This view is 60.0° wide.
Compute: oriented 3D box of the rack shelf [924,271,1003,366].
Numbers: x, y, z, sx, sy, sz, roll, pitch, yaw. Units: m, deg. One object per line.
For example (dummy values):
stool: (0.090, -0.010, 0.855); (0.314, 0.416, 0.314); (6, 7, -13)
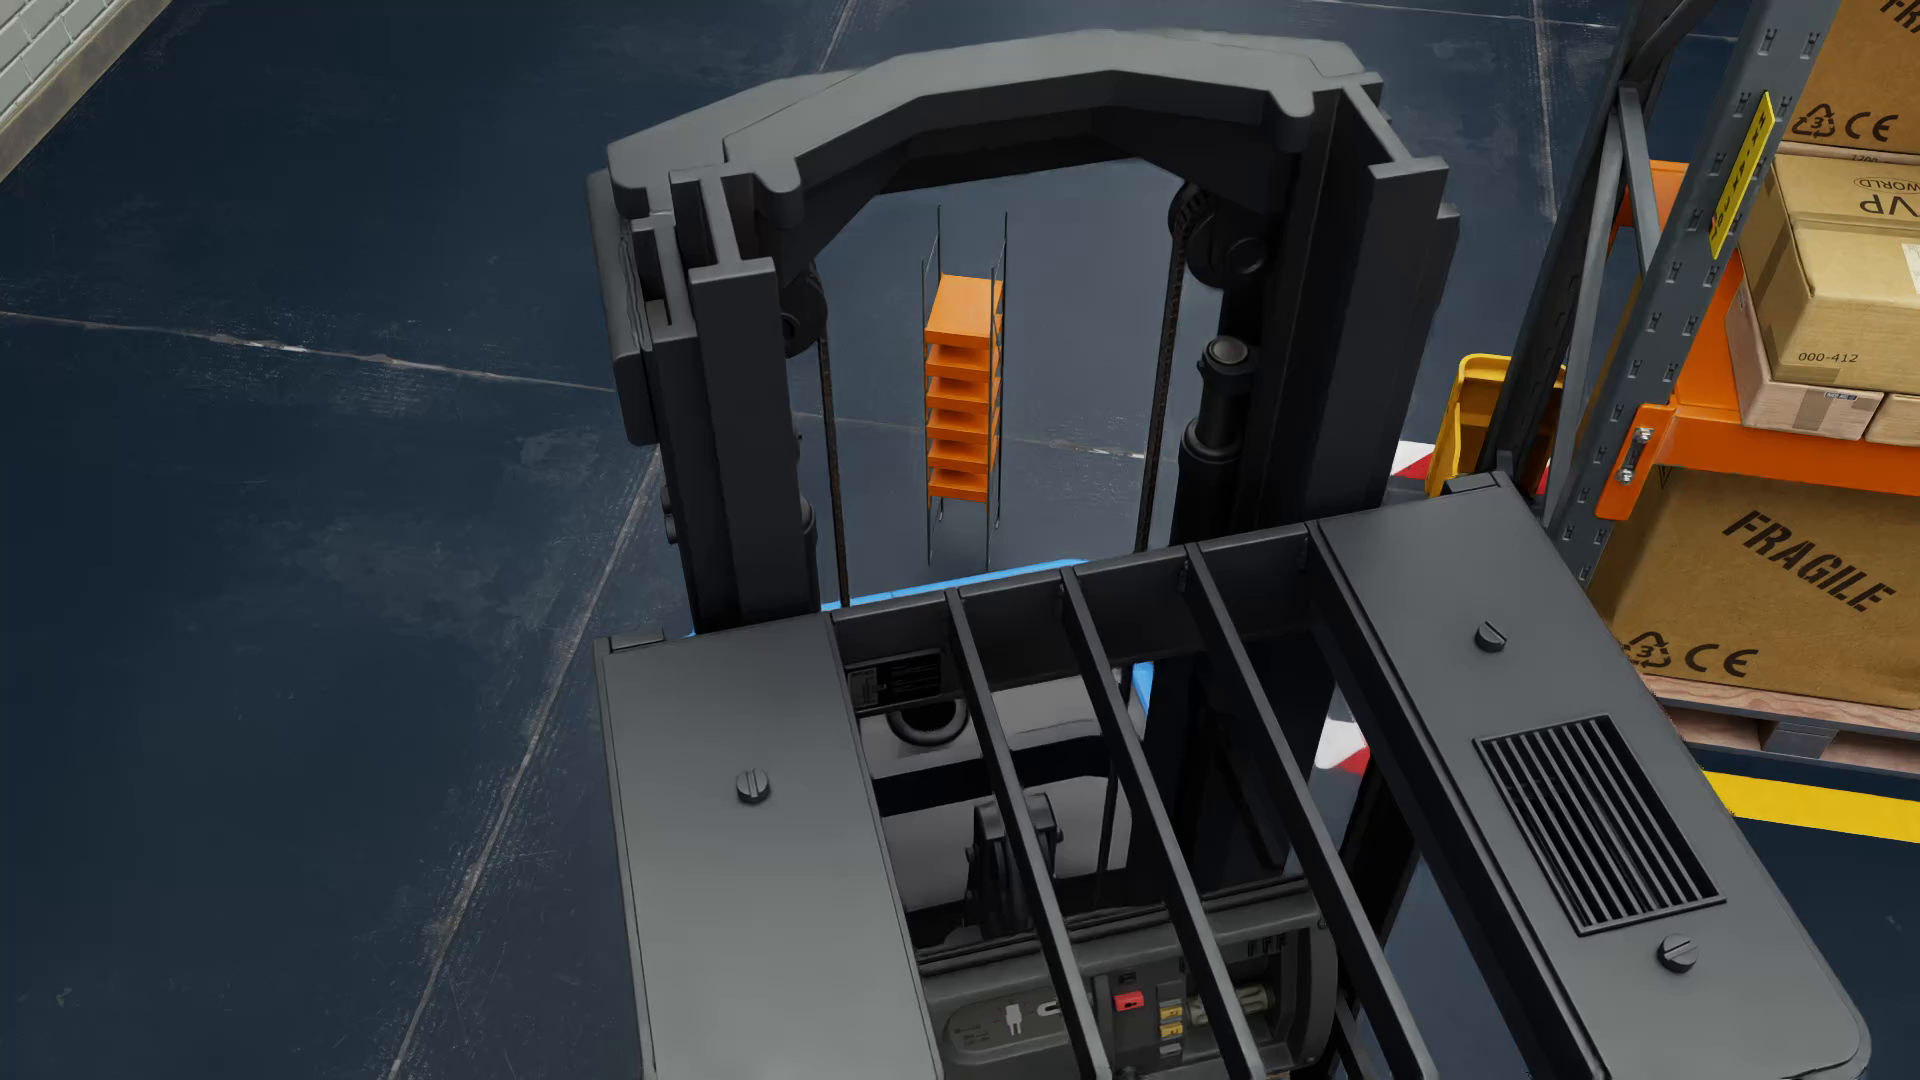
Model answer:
rack shelf: (0.014, -0.610, 4.567); (0.180, 0.103, 0.258); (8, 49, 7)

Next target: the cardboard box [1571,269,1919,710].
cardboard box: (2.263, -0.197, 4.557); (0.875, 0.875, 0.875); (8, 49, 7)

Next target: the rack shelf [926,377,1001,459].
rack shelf: (0.014, -0.369, 4.835); (0.180, 0.103, 0.258); (8, 49, 7)

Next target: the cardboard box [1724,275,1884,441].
cardboard box: (1.910, -0.421, 3.780); (0.250, 0.149, 0.380); (8, 49, 7)

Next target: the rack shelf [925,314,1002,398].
rack shelf: (0.014, -0.530, 4.657); (0.180, 0.103, 0.258); (8, 49, 7)

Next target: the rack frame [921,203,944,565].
rack frame: (-0.076, -0.411, 4.813); (0.006, 1.200, 0.240); (8, 49, 7)

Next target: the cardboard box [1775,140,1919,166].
cardboard box: (2.144, -0.972, 4.008); (0.500, 0.250, 0.500); (7, 48, 6)

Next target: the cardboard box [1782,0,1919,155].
cardboard box: (2.146, -1.221, 3.727); (0.500, 0.500, 0.500); (8, 49, 7)

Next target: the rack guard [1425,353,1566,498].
rack guard: (1.596, 0.039, 4.879); (0.348, 0.500, 1.175); (8, 49, 7)

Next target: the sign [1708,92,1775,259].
sign: (1.515, -0.703, 3.230); (0.005, 0.325, 0.100); (8, 49, 7)

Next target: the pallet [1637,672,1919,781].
pallet: (2.420, 0.188, 4.940); (1.213, 0.211, 1.003); (8, 49, 7)

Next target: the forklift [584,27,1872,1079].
forklift: (0.198, 0.918, 2.454); (1.130, 2.935, 3.031); (-10, 49, -9)

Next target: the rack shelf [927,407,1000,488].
rack shelf: (0.014, -0.289, 4.924); (0.180, 0.103, 0.258); (8, 49, 7)

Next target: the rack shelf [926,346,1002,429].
rack shelf: (0.014, -0.450, 4.746); (0.180, 0.103, 0.258); (8, 49, 7)

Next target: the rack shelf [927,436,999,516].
rack shelf: (0.014, -0.209, 5.014); (0.180, 0.103, 0.258); (8, 49, 7)

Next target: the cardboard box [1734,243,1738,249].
cardboard box: (2.028, -0.903, 4.214); (0.250, 0.149, 0.380); (9, 49, 8)

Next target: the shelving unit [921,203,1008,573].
shelving unit: (0.014, -0.399, 4.802); (0.189, 1.200, 0.258); (8, 49, 7)

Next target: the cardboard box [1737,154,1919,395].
cardboard box: (2.044, -0.581, 3.656); (0.500, 0.250, 0.500); (7, 48, 6)

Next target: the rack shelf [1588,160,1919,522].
rack shelf: (3.588, -0.288, 3.976); (4.000, 0.370, 1.077); (8, 49, 7)

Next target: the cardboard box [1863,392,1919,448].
cardboard box: (2.163, -0.388, 3.751); (0.250, 0.149, 0.380); (7, 48, 6)

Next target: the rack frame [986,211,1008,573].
rack frame: (0.104, -0.387, 4.791); (0.006, 1.200, 0.240); (8, 49, 7)

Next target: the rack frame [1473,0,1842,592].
rack frame: (1.619, -0.793, 3.946); (0.127, 3.000, 1.000); (8, 49, 7)
